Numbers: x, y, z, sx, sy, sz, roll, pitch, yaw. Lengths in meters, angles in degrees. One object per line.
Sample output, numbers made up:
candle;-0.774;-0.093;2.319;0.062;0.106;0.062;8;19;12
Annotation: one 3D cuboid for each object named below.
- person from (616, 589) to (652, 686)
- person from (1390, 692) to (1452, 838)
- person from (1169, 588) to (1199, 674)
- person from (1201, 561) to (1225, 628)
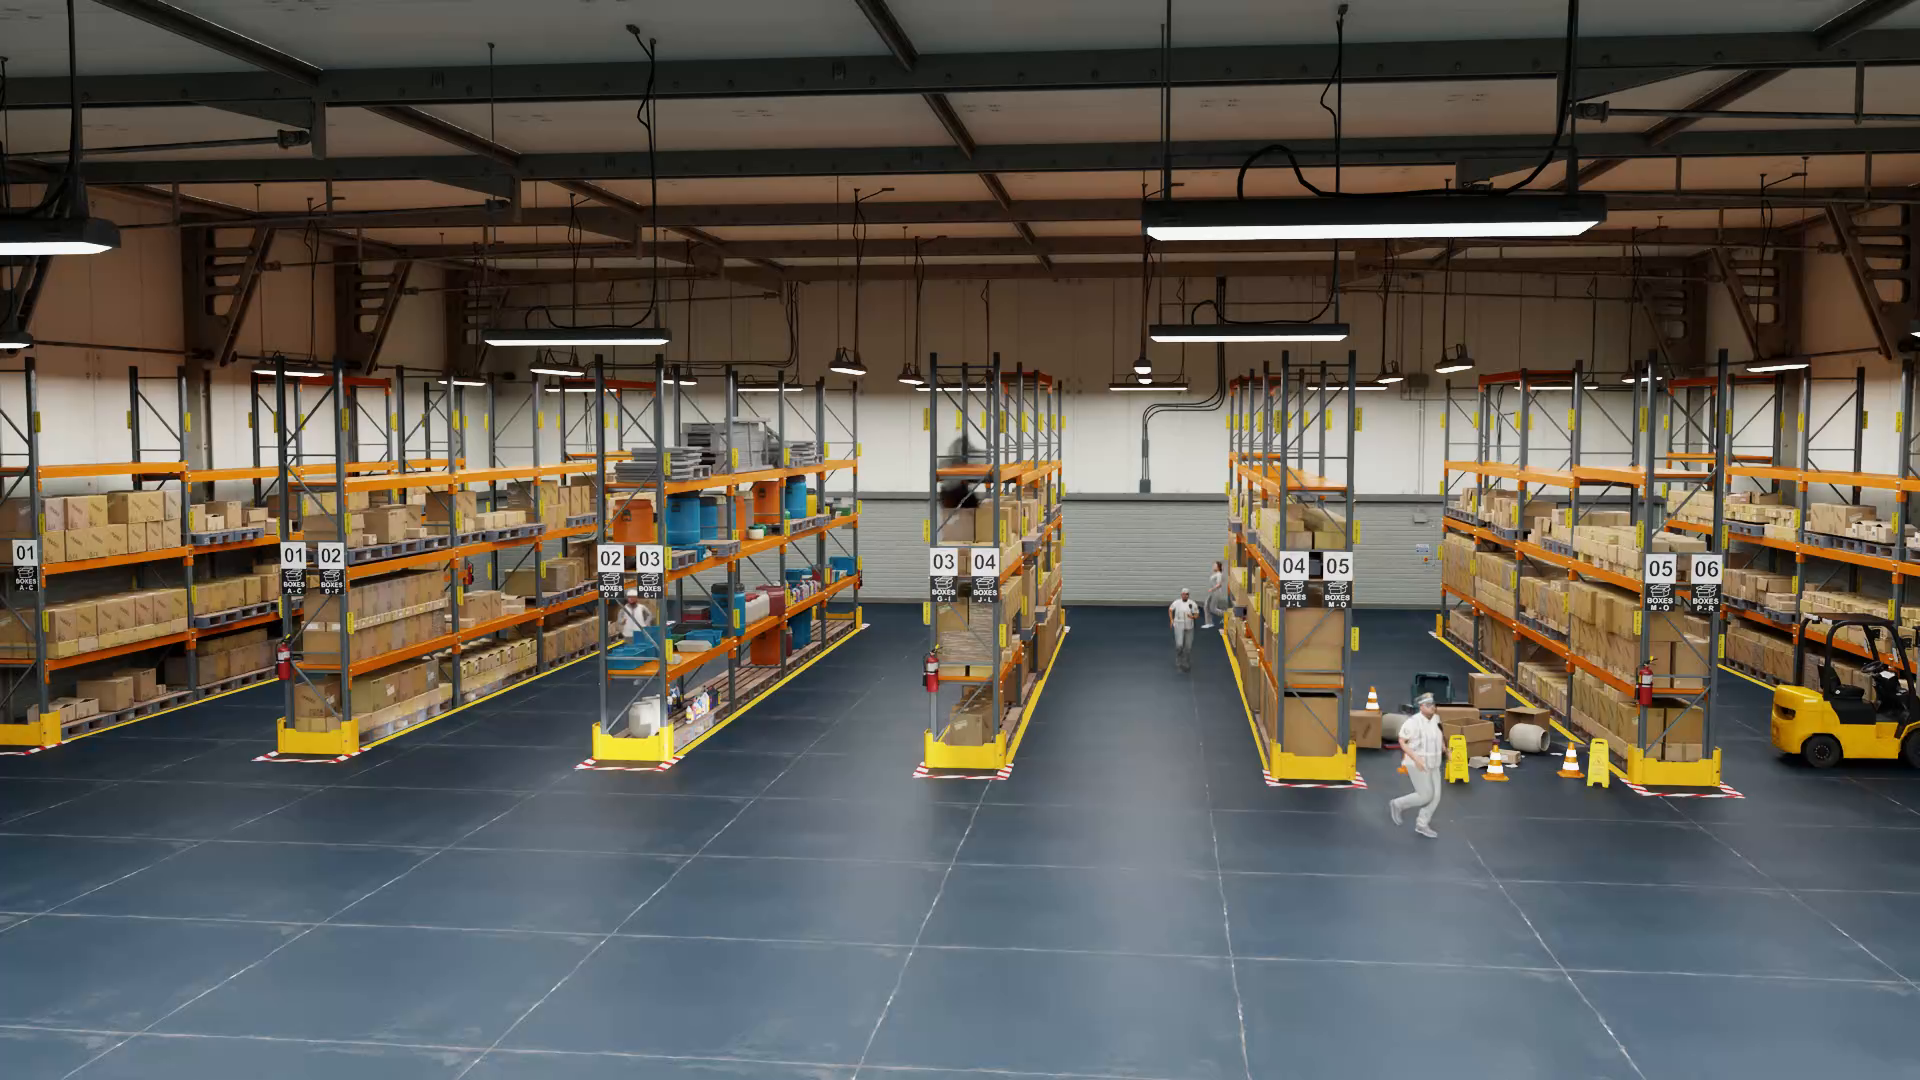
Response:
person;-6.269;1.862;31.952;0.643;1.836;0.801;0;4;2
person;5.632;2.708;20.229;0.655;1.759;0.652;-3;5;-33
person;4.504;1.818;33.394;0.576;1.731;0.749;0;4;0
person;6.261;1.336;40.438;0.728;1.655;0.601;0;4;-7
